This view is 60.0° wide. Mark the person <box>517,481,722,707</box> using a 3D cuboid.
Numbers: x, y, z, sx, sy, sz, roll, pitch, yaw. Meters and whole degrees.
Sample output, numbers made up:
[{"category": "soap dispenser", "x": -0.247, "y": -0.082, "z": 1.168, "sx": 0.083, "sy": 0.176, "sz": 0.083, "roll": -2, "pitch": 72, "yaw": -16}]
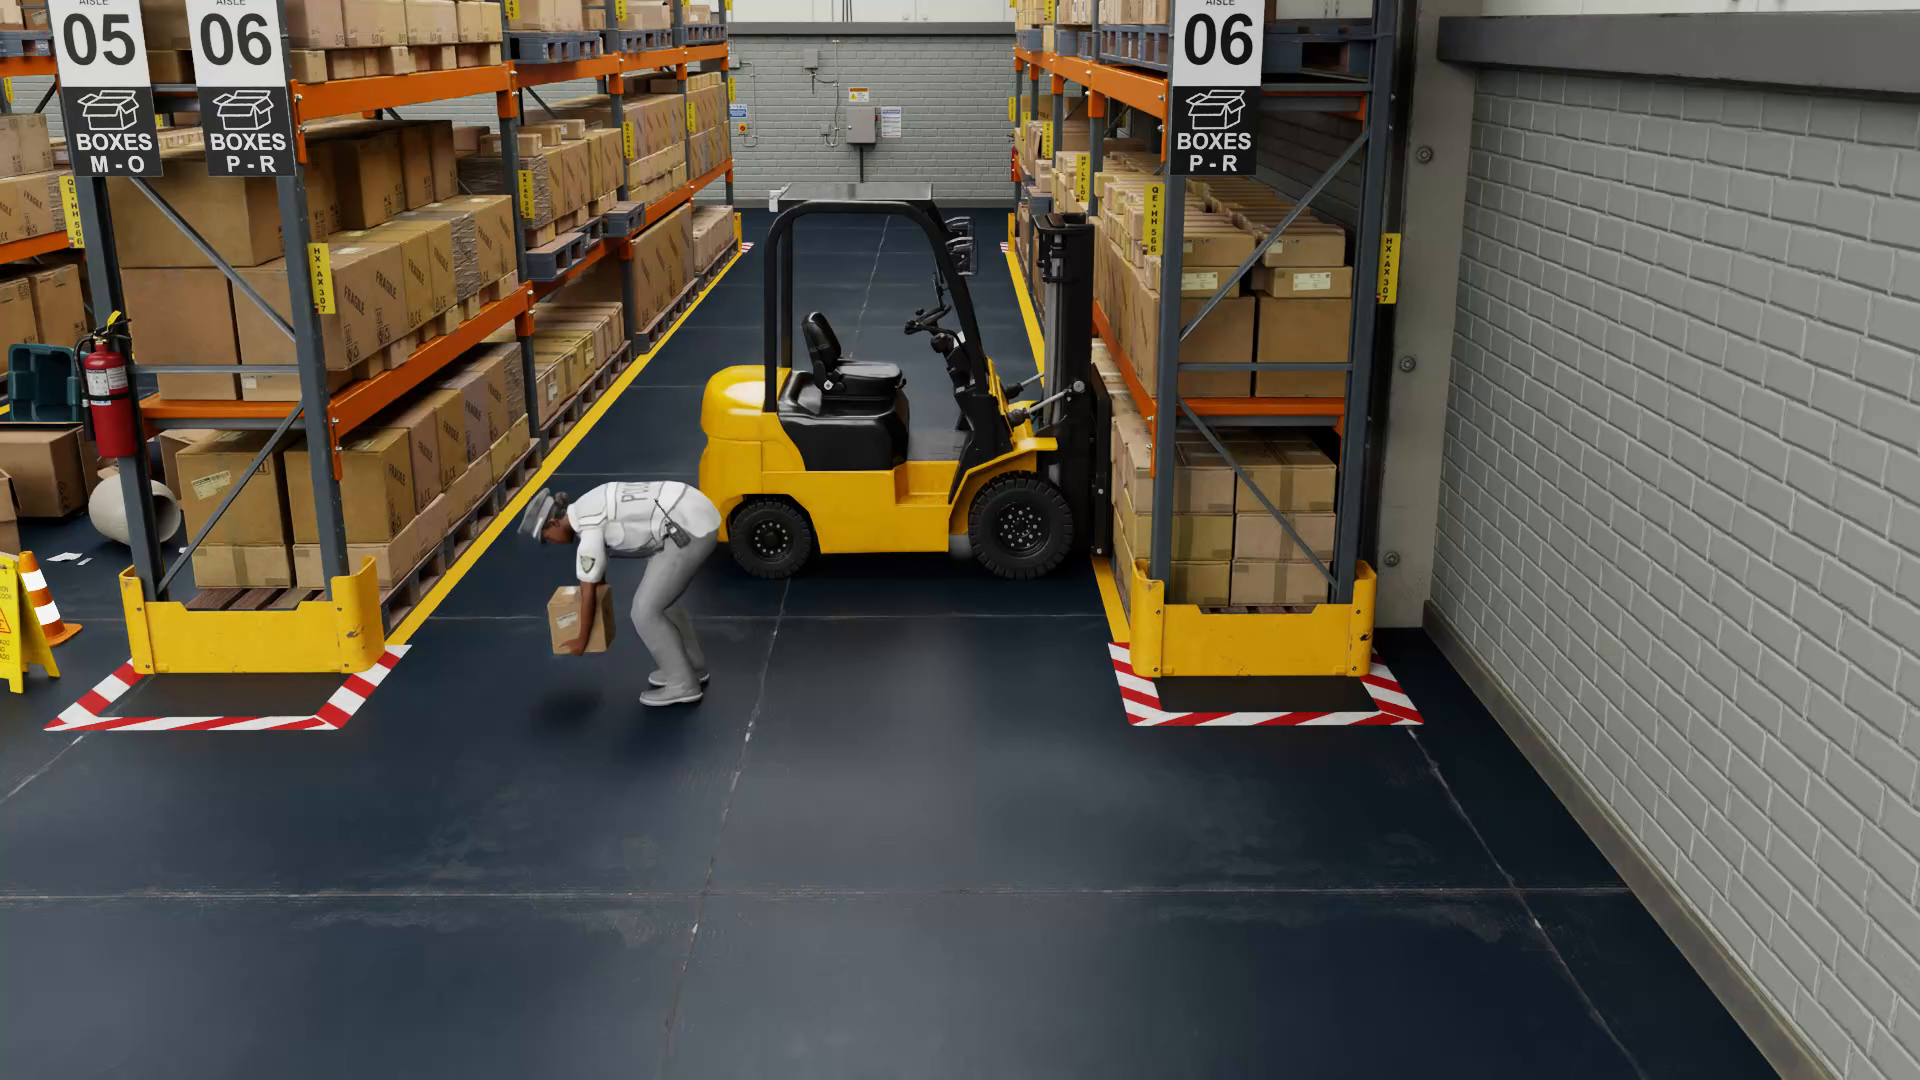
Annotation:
[{"category": "person", "x": -1.582, "y": 0.241, "z": 7.831, "sx": 0.941, "sy": 1.039, "sz": 0.434, "roll": -1, "pitch": 17, "yaw": -3}]
